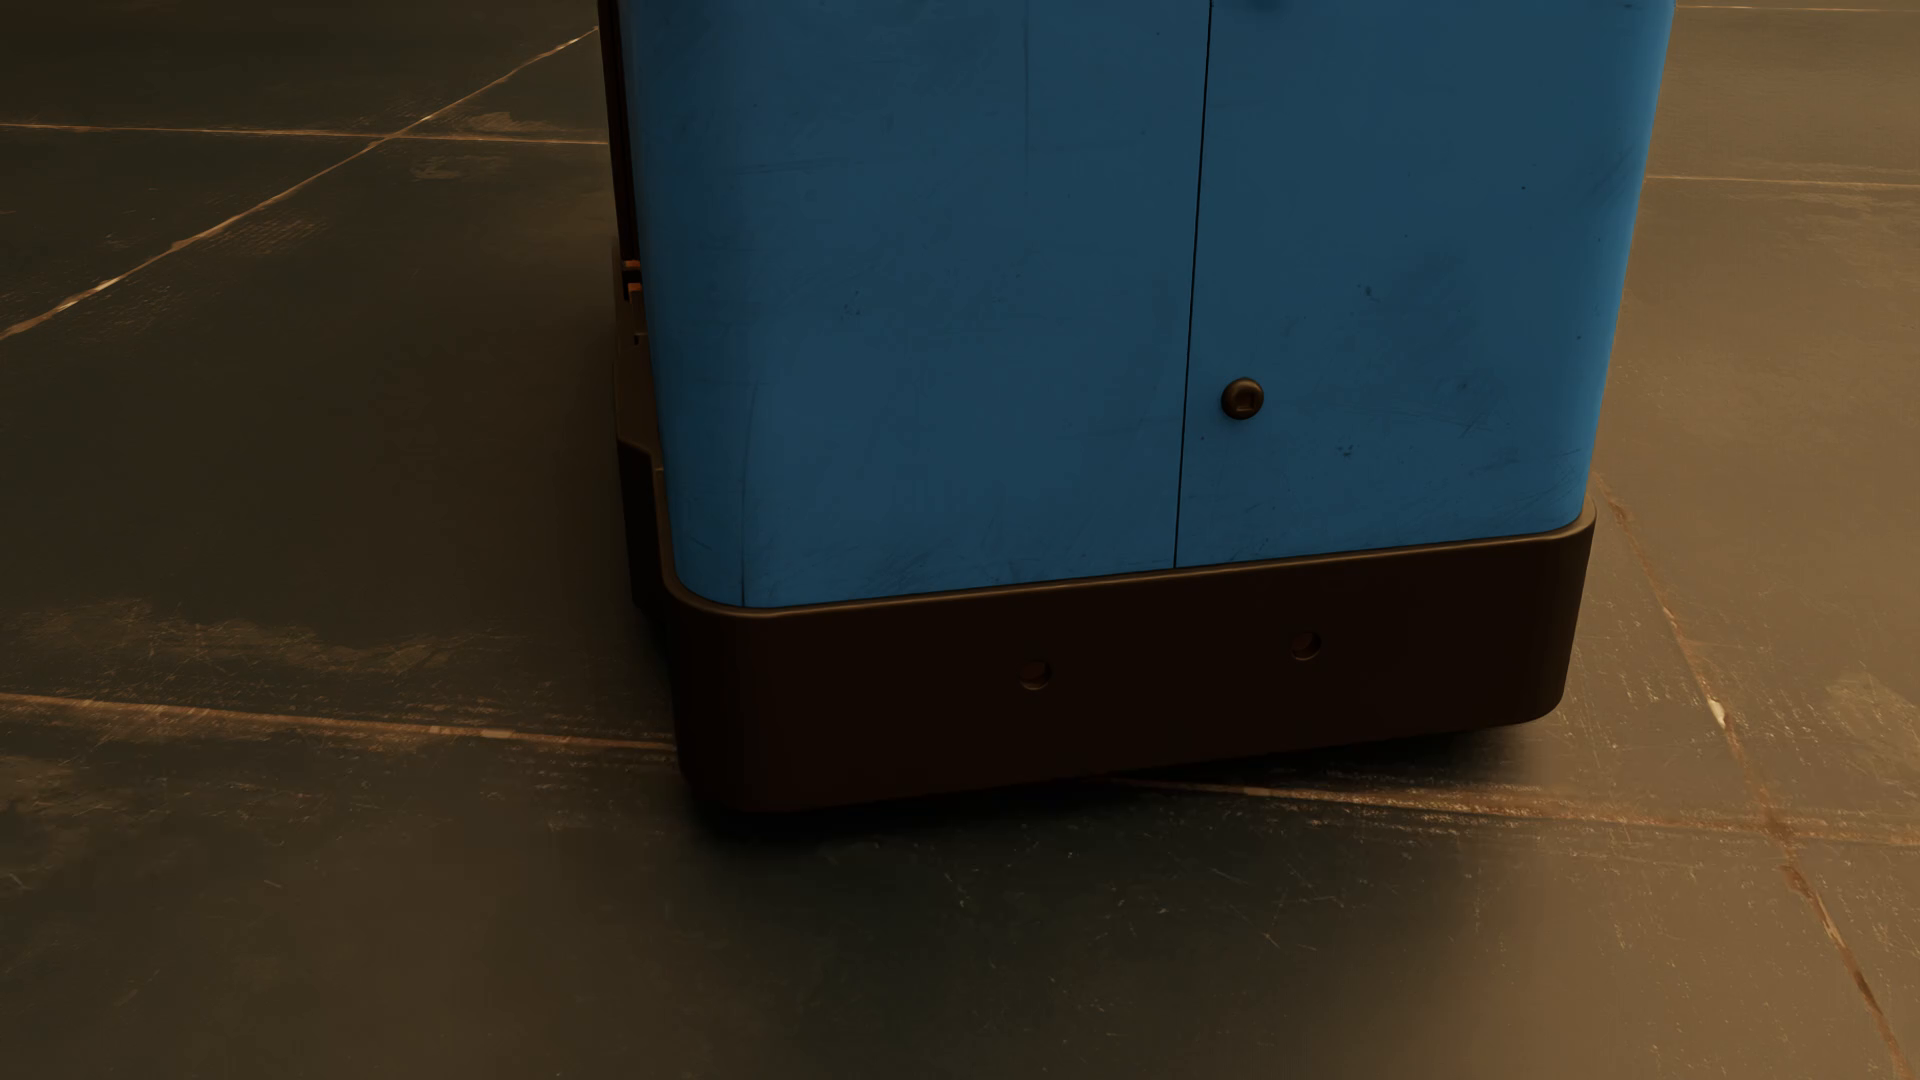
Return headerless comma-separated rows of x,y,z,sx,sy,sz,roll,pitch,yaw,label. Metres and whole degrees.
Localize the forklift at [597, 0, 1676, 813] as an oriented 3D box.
-0.080,-1.658,2.541,1.130,2.935,3.031,-5,27,-10,forklift
